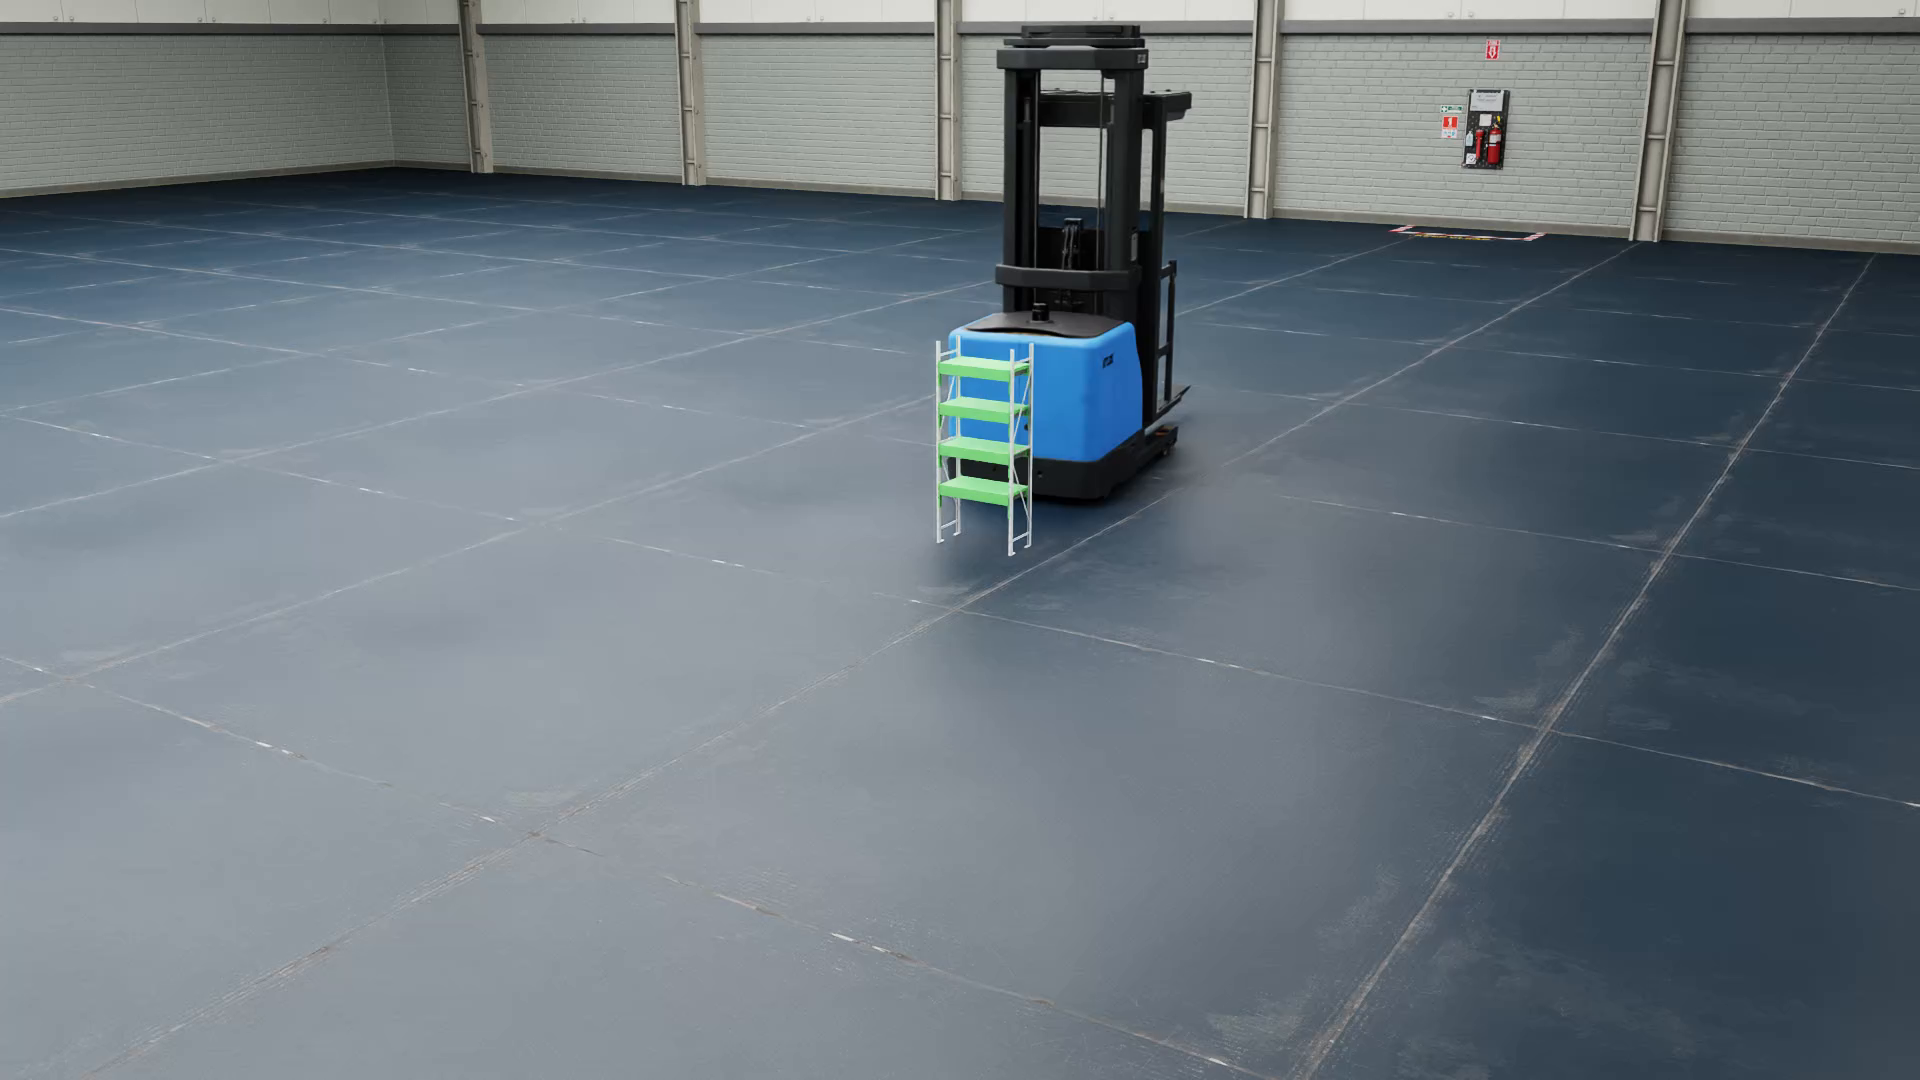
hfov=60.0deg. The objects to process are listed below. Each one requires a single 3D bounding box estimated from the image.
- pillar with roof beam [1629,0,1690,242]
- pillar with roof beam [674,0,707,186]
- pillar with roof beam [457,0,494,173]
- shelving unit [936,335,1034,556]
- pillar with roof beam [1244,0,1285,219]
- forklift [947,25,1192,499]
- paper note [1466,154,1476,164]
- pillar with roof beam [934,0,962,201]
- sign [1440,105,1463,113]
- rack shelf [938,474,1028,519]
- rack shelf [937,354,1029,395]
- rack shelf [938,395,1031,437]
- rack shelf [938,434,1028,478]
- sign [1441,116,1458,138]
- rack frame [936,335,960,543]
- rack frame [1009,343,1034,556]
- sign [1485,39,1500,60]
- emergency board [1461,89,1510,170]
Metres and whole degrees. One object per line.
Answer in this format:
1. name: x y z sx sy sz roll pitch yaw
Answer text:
1. pillar with roof beam: 7.767 -7.628 19.510 0.400 9.000 9.100 10 20 30
2. pillar with roof beam: -7.571 -10.366 28.523 0.400 9.000 9.100 10 20 30
3. pillar with roof beam: -12.684 -11.278 31.528 0.400 9.000 9.100 10 20 30
4. shelving unit: 0.141 -0.549 9.624 0.503 1.200 0.258 10 20 30
5. pillar with roof beam: 2.654 -8.540 22.514 0.400 9.000 9.100 10 20 30
6. forklift: 0.936 -2.046 11.575 1.130 2.935 3.031 7 18 21
7. paper note: 7.820 -5.831 25.433 0.142 0.148 0.016 10 20 30
8. pillar with roof beam: -2.458 -9.453 25.519 0.400 9.000 9.100 10 20 30
9. sign: 7.516 -6.586 25.429 0.331 0.109 0.001 10 20 30
10. rack shelf: 0.141 -0.258 9.712 0.480 0.148 0.258 10 20 30
11. rack shelf: 0.141 -0.947 9.503 0.480 0.148 0.258 10 20 30
12. rack shelf: 0.141 -0.717 9.573 0.480 0.148 0.258 10 20 30
13. rack shelf: 0.141 -0.488 9.643 0.480 0.148 0.258 10 20 30
14. sign: 7.517 -6.336 25.516 0.234 0.329 0.001 10 20 30
15. rack frame: -0.067 -0.586 9.746 0.015 1.200 0.240 10 20 30
16. rack frame: 0.349 -0.512 9.502 0.015 1.200 0.240 10 20 30
17. sign: 7.980 -7.344 24.909 0.199 0.298 0.001 10 20 30
18. emergency board: 7.934 -6.209 25.160 0.643 1.169 0.194 10 20 30
